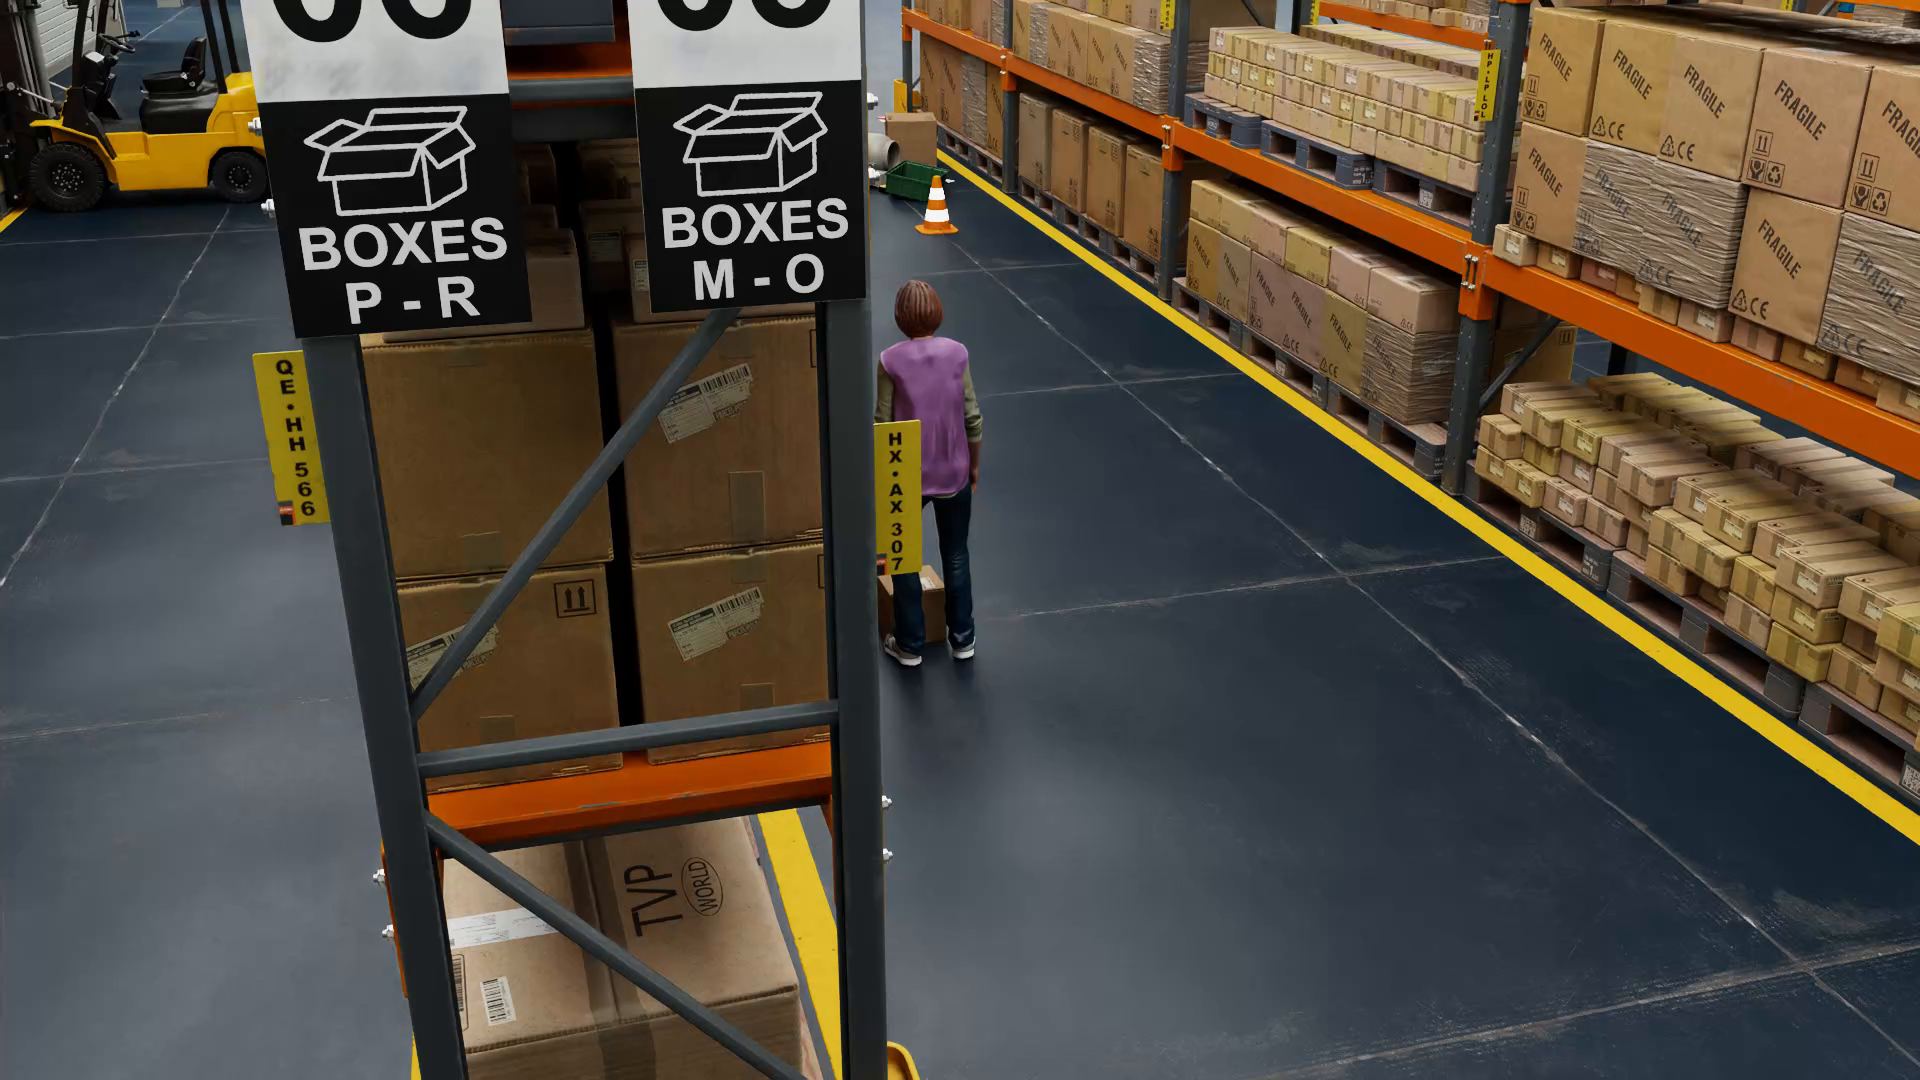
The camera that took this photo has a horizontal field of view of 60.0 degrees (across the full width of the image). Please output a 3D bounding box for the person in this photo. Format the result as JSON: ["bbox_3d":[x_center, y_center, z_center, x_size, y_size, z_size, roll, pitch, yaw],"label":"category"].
[{"bbox_3d":[-0.137,-0.244,6.677,0.460,1.592,0.343,-6,24,-14],"label":"person"}]
